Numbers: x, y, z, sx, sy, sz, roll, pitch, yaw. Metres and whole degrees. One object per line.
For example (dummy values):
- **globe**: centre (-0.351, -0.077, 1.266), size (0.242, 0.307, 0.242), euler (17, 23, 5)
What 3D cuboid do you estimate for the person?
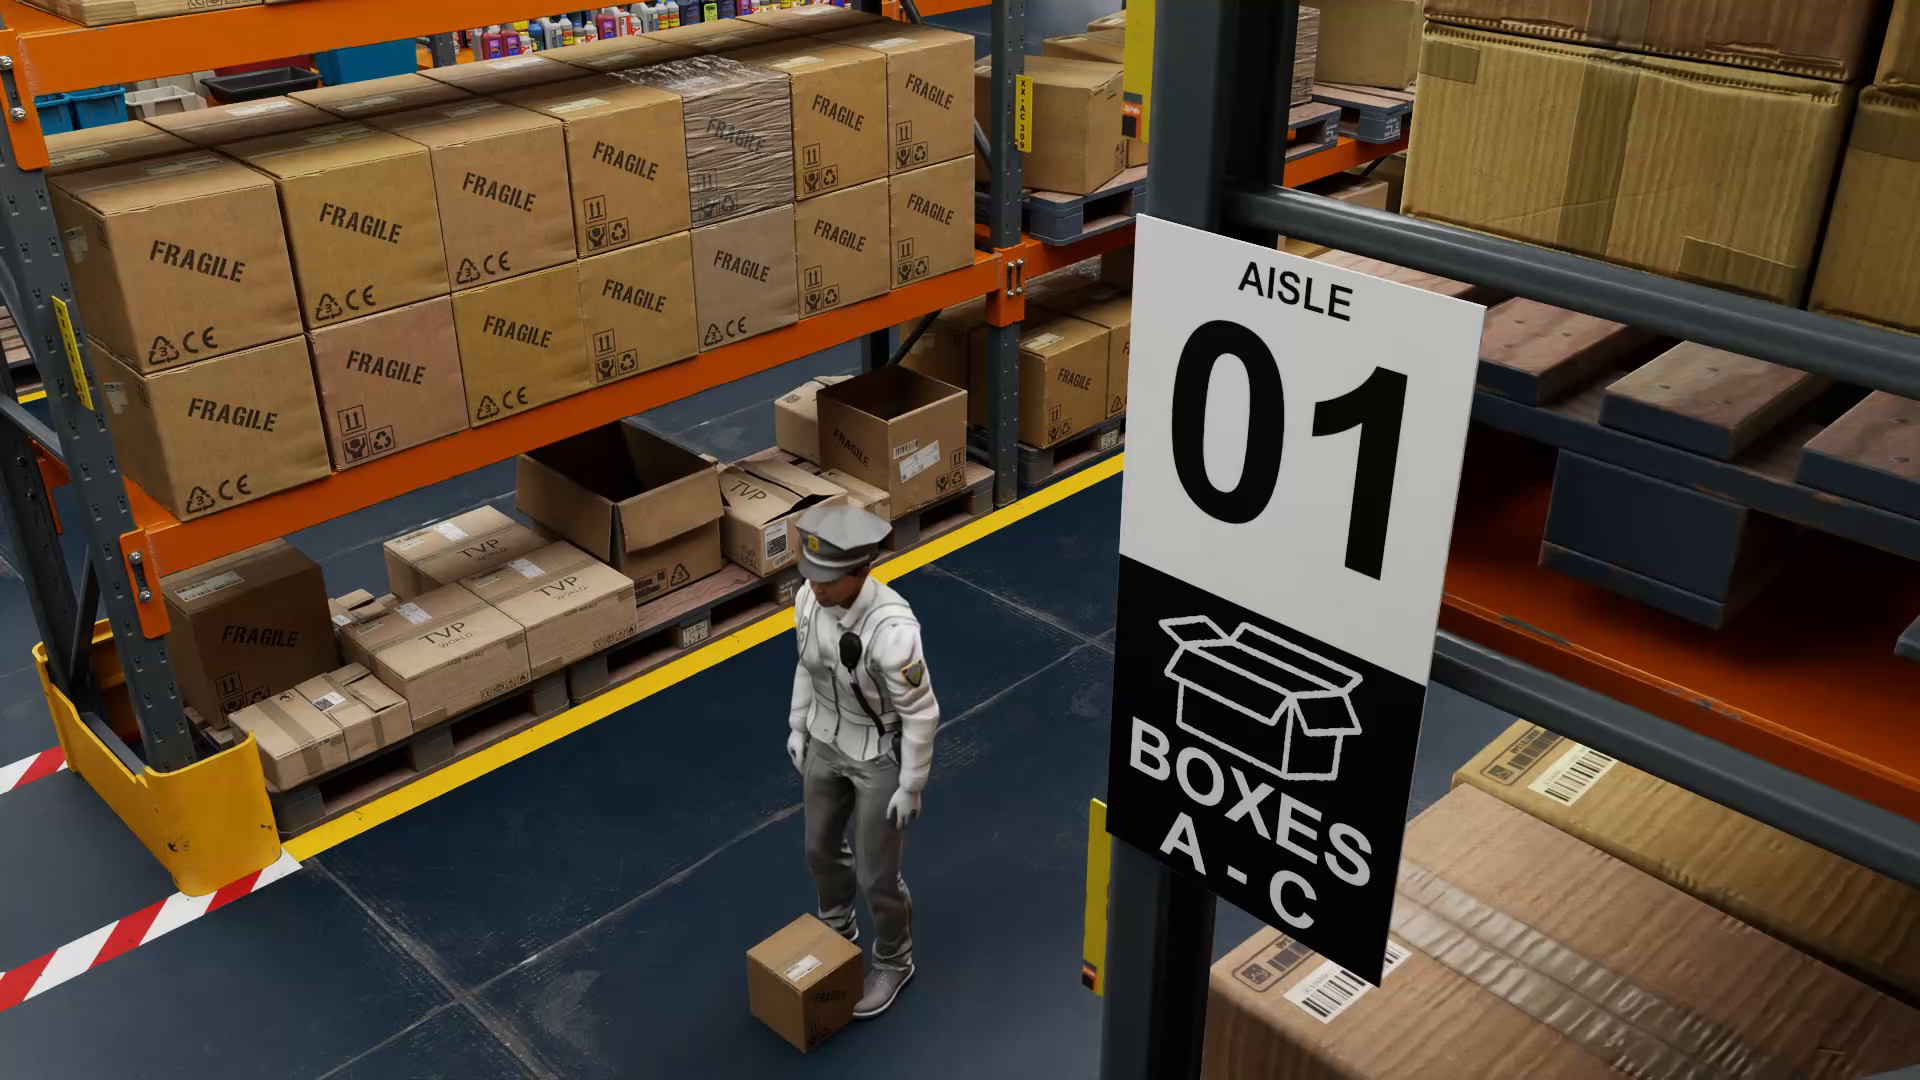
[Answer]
- **person**: centre (-0.304, 0.644, 4.905), size (0.532, 1.661, 0.375), euler (23, 35, 36)
